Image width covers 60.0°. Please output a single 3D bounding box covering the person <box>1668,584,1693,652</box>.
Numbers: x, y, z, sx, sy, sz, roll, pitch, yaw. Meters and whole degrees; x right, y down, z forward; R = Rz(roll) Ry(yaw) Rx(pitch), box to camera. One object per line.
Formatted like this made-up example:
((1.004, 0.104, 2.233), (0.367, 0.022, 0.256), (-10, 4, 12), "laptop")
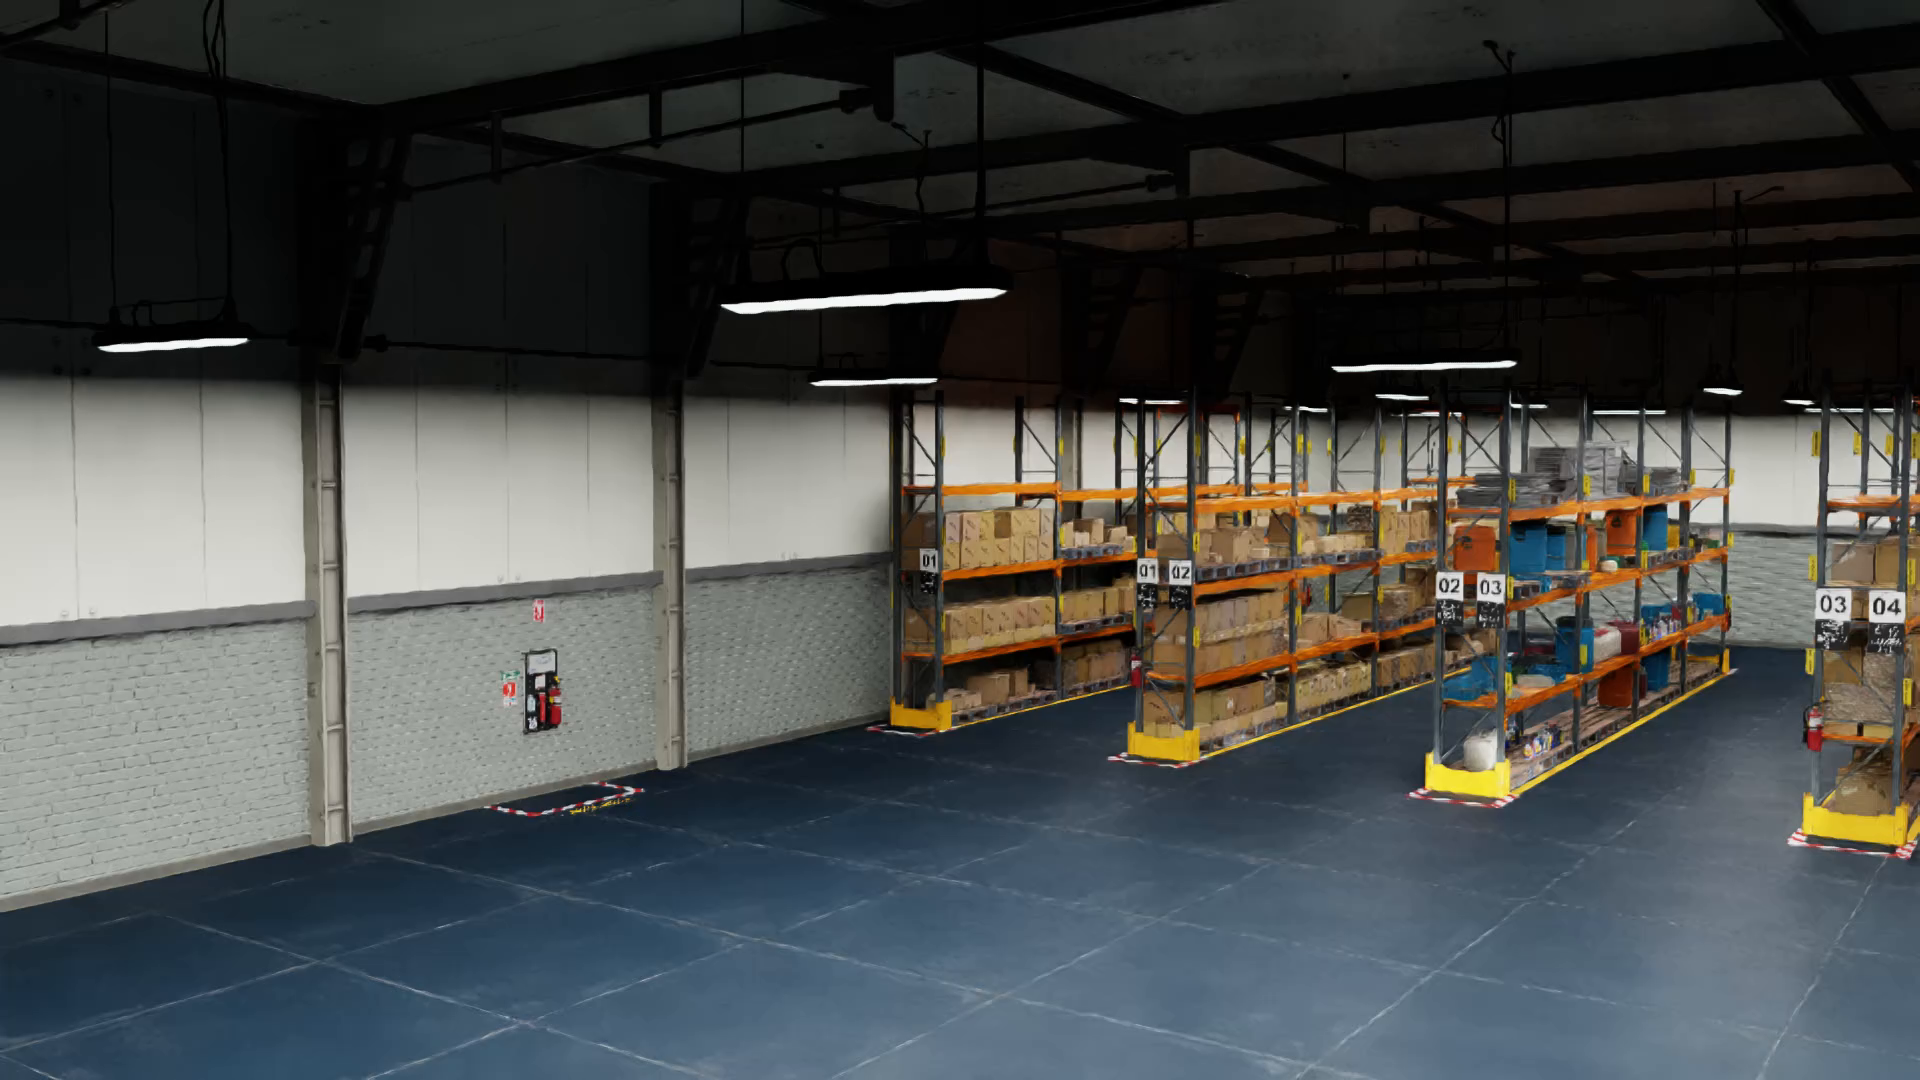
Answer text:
((17.065, 1.914, 39.400), (0.675, 1.754, 0.536), (0, 3, -8), "person")
